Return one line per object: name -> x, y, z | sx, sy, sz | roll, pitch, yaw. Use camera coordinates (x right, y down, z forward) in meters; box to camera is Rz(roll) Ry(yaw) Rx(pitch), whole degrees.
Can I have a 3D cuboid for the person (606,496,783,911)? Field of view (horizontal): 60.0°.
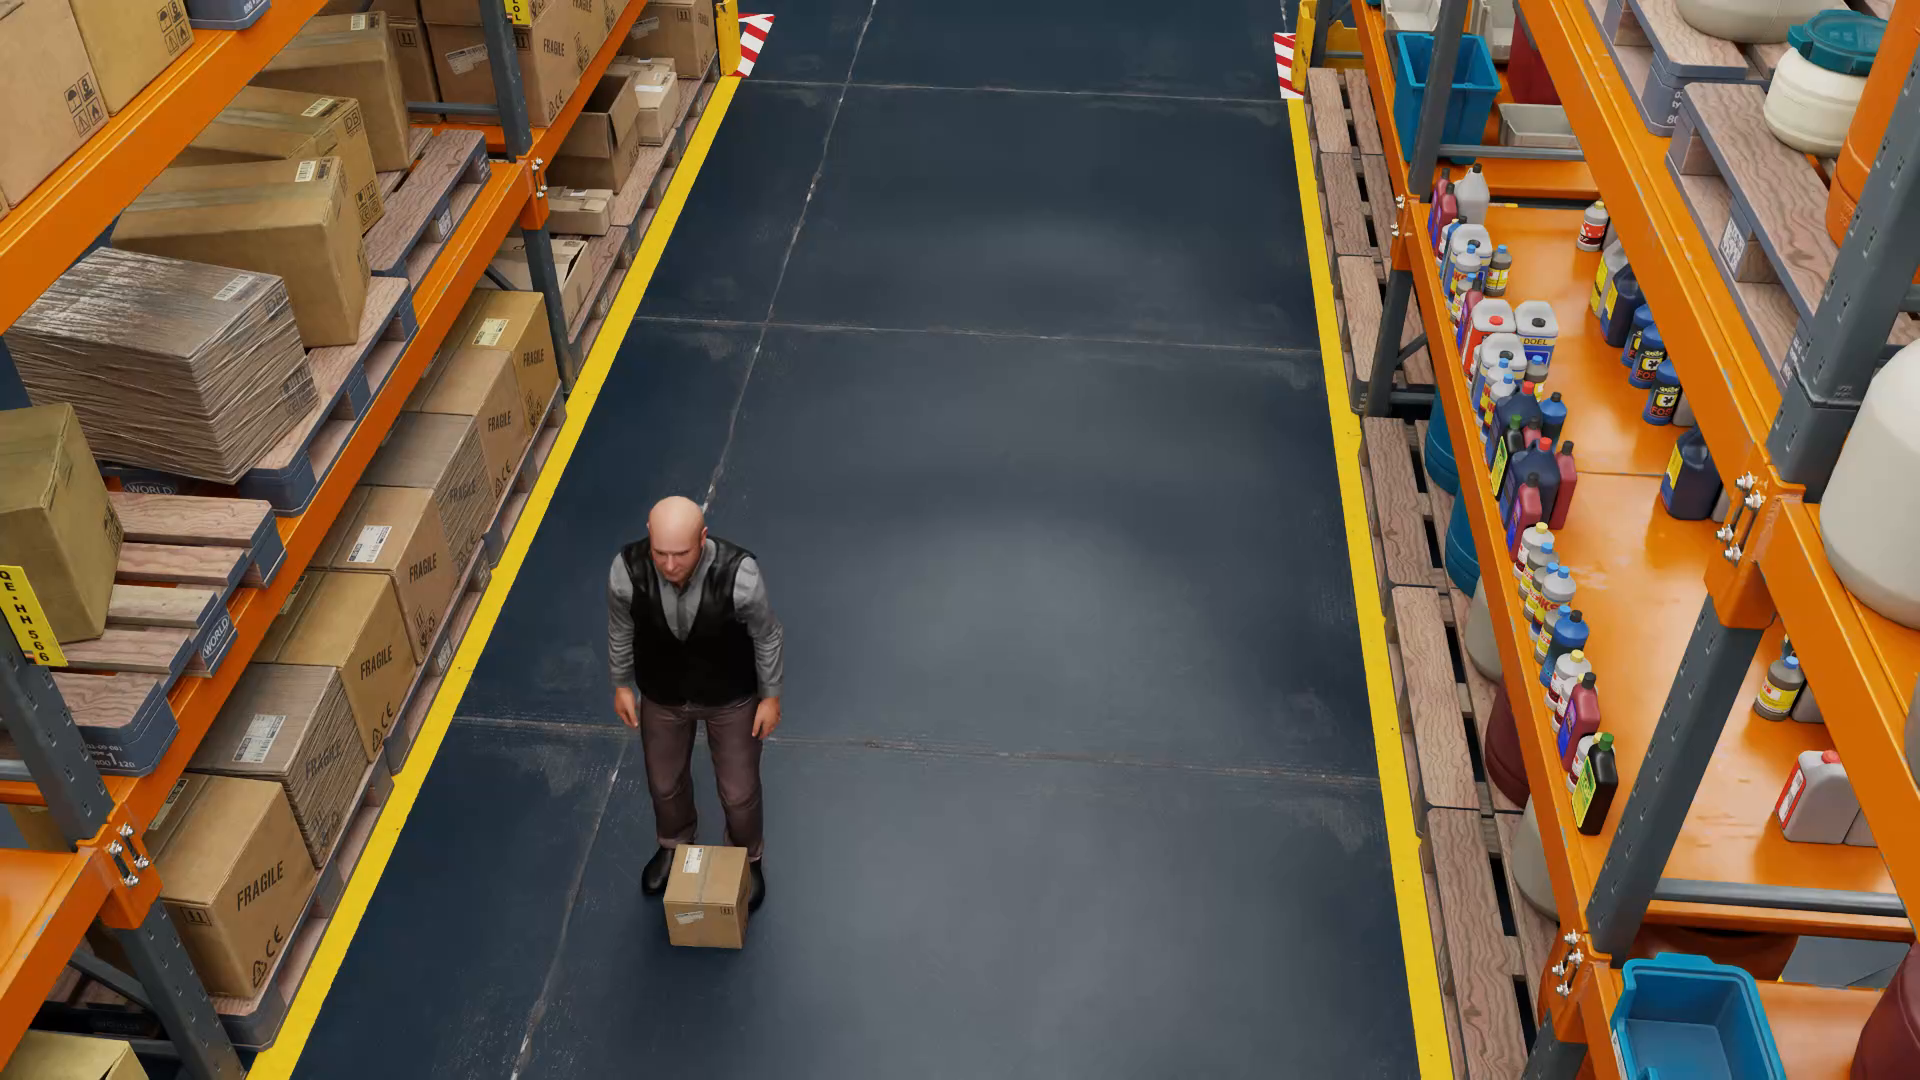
person -> -0.870, 0.518, 5.553 | 0.581, 1.721, 0.463 | 3, 40, 4
